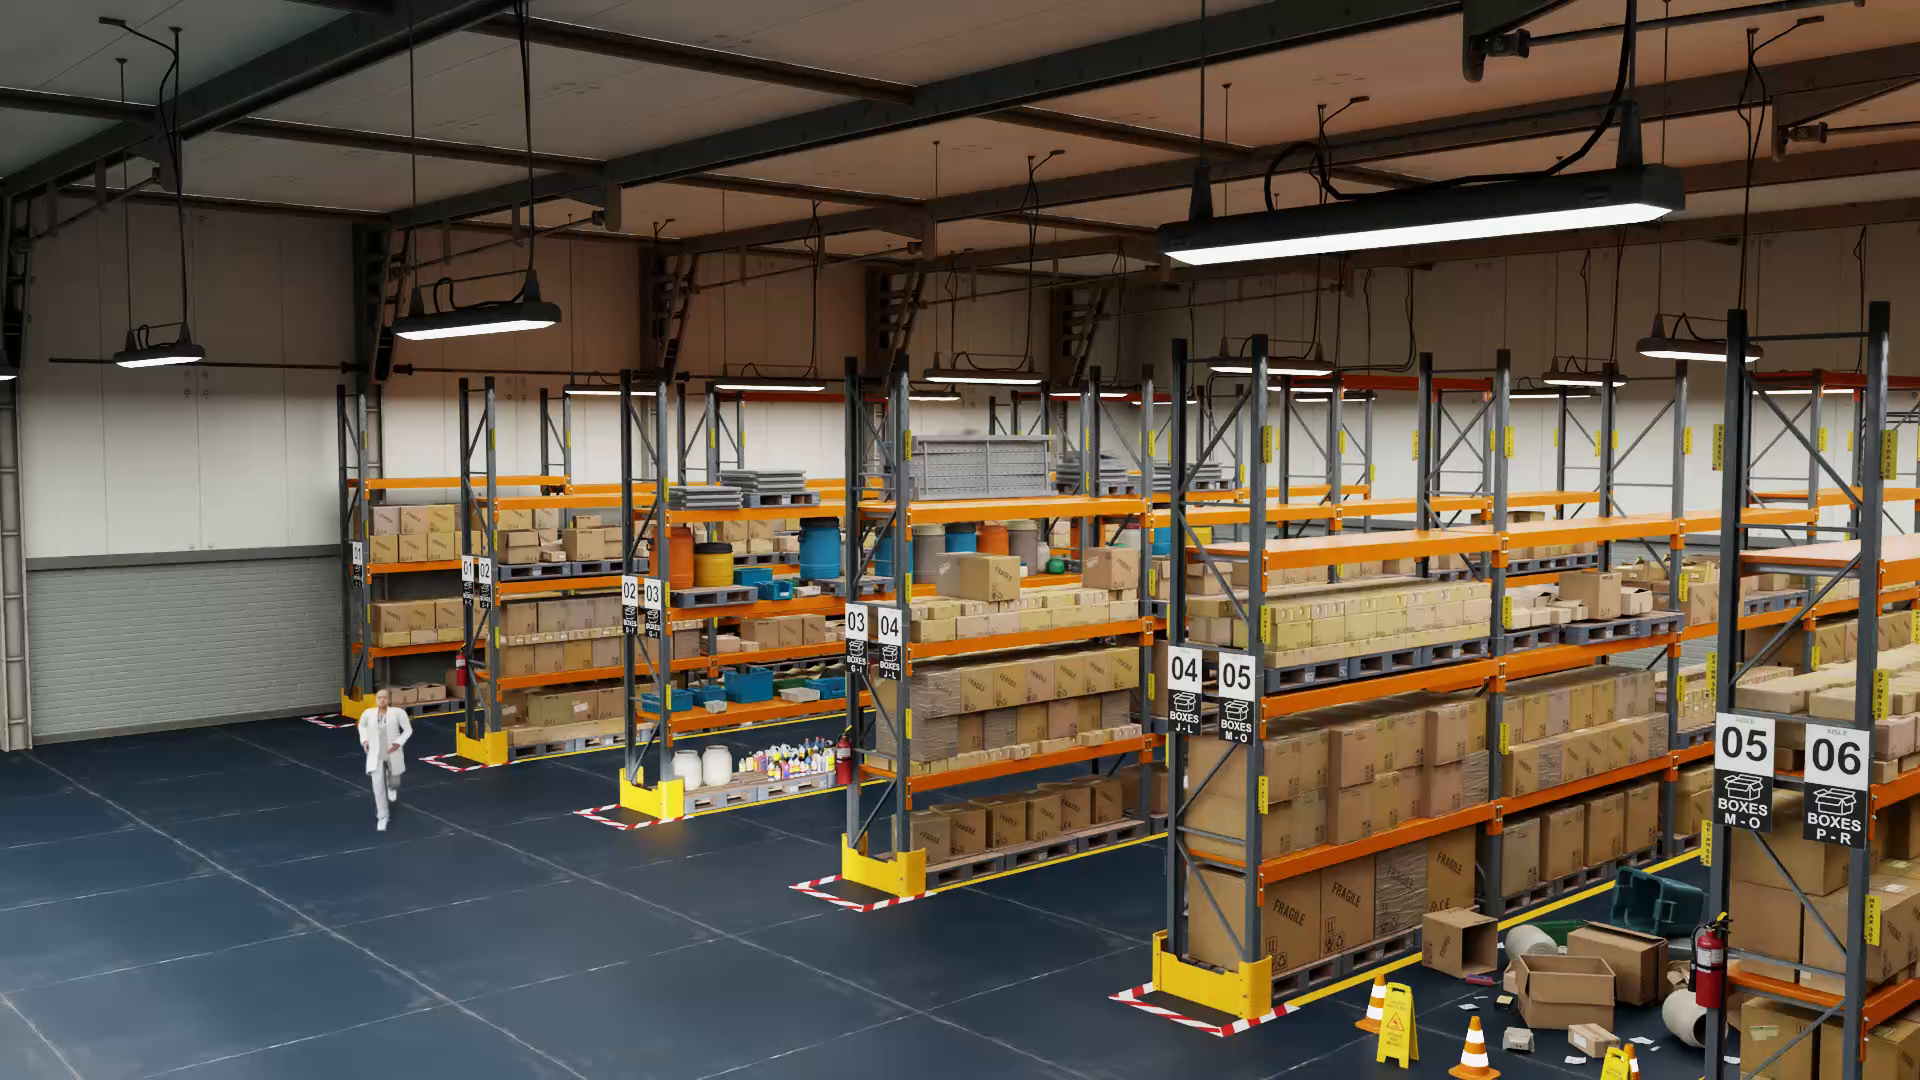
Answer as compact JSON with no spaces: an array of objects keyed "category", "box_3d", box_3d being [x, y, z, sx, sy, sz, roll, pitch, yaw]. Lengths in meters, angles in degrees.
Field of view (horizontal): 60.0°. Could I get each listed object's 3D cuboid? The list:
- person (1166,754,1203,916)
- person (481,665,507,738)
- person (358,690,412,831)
[{"category":"person","box_3d":[2.466,3.132,17.726,0.658,1.728,0.618,3,5,35]},{"category":"person","box_3d":[-7.728,2.446,28.083,0.647,1.737,0.914,3,5,37]},{"category":"person","box_3d":[-7.600,2.862,22.011,0.678,1.779,1.178,-1,4,-20]}]
